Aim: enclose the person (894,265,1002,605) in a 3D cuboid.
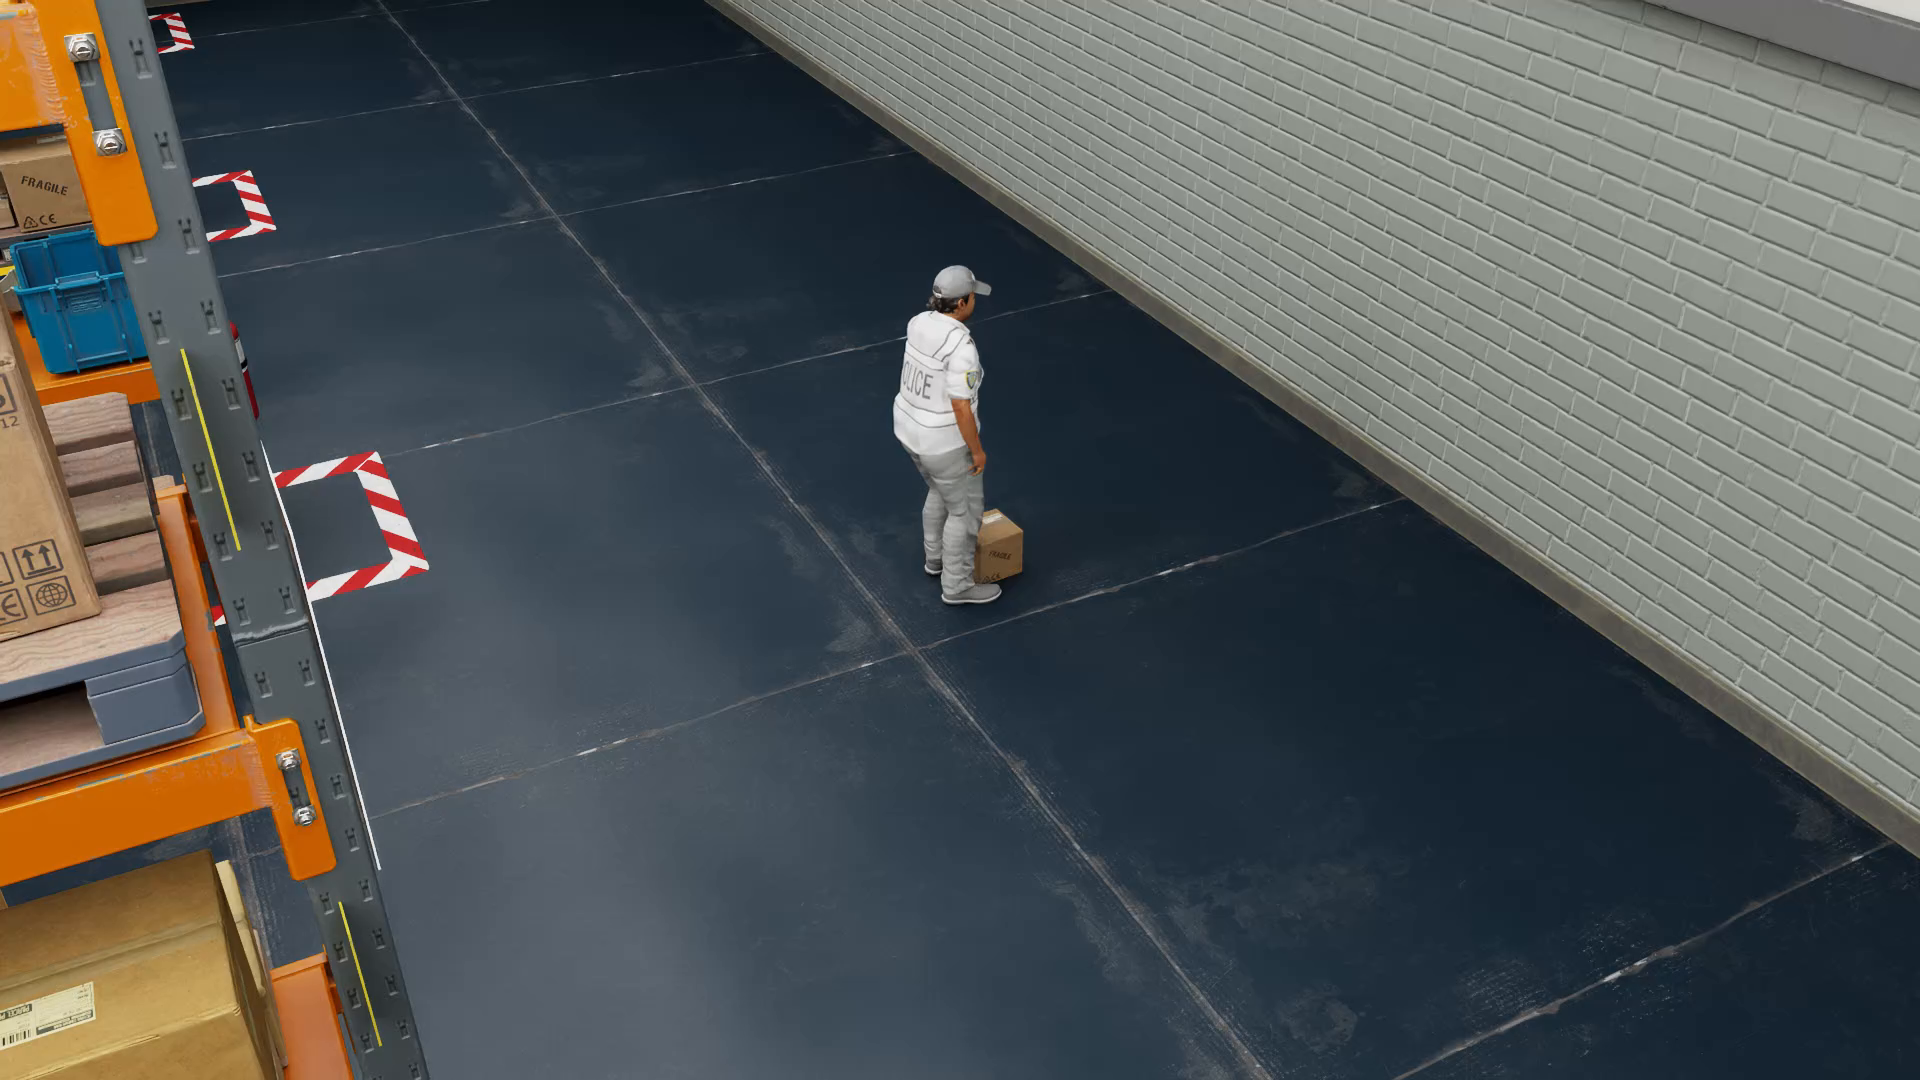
[{"bbox_3d":[-0.049,-0.500,7.896,0.463,1.667,0.563,-18,37,-25],"label":"person"}]
